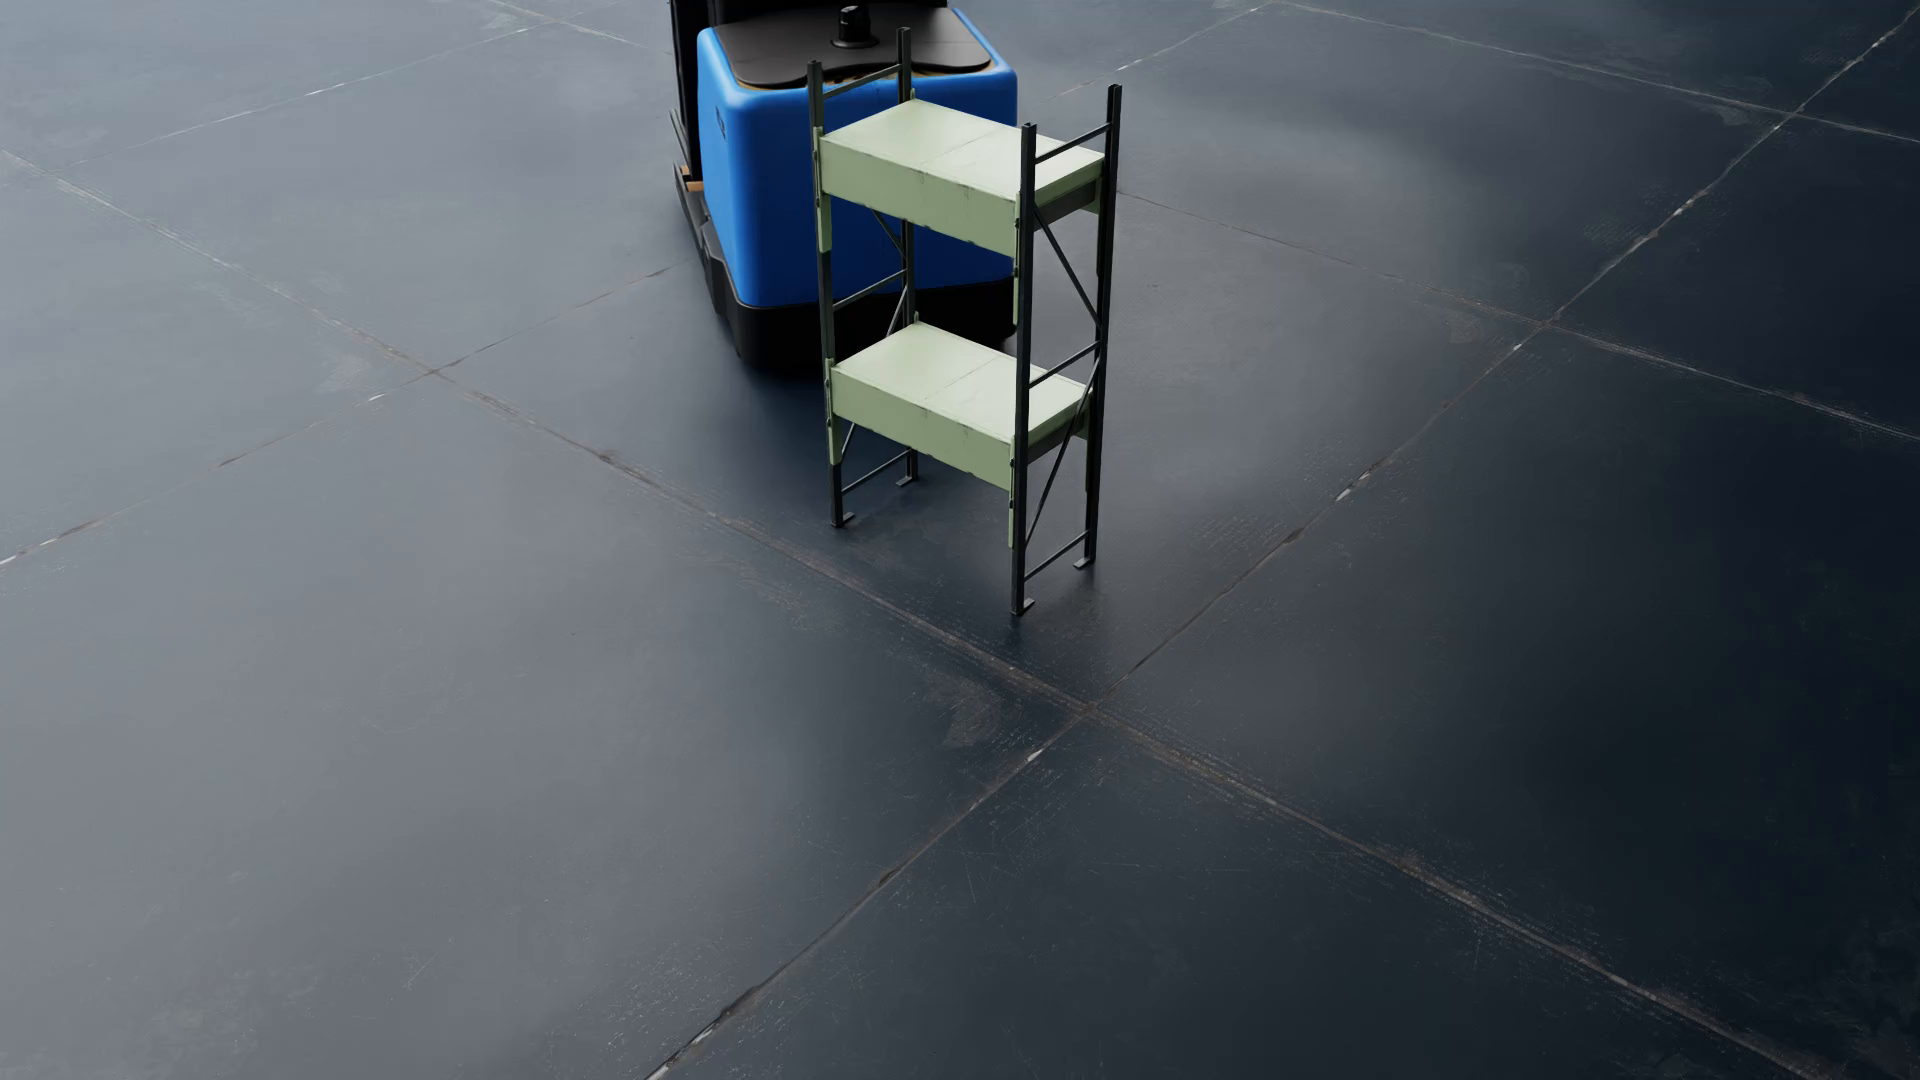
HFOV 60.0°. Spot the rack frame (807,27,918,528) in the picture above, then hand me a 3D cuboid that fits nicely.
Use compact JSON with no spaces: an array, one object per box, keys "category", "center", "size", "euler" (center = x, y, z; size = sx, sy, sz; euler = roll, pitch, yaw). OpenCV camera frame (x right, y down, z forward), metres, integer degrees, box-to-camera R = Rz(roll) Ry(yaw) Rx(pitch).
[{"category":"rack frame","center":[-0.276,-0.748,5.015],"size":[0.023,1.500,0.400],"euler":[25,42,32]}]

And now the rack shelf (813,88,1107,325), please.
[{"category":"rack shelf","center":[0.005,-0.938,4.601],"size":[0.720,0.370,0.431],"euler":[25,42,32]}]

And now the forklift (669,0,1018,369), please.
[{"category":"forklift","center":[-0.652,-2.661,6.535],"size":[1.130,2.935,3.031],"euler":[-8,35,-12]}]

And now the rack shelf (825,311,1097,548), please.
[{"category":"rack shelf","center":[0.005,-0.347,5.006],"size":[0.720,0.370,0.431],"euler":[25,42,32]}]

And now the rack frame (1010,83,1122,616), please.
[{"category":"rack frame","center":[0.286,-0.483,4.629],"size":[0.023,1.500,0.400],"euler":[25,42,32]}]

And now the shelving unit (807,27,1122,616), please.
[{"category":"shelving unit","center":[0.005,-0.616,4.822],"size":[0.755,1.500,0.431],"euler":[25,42,32]}]
